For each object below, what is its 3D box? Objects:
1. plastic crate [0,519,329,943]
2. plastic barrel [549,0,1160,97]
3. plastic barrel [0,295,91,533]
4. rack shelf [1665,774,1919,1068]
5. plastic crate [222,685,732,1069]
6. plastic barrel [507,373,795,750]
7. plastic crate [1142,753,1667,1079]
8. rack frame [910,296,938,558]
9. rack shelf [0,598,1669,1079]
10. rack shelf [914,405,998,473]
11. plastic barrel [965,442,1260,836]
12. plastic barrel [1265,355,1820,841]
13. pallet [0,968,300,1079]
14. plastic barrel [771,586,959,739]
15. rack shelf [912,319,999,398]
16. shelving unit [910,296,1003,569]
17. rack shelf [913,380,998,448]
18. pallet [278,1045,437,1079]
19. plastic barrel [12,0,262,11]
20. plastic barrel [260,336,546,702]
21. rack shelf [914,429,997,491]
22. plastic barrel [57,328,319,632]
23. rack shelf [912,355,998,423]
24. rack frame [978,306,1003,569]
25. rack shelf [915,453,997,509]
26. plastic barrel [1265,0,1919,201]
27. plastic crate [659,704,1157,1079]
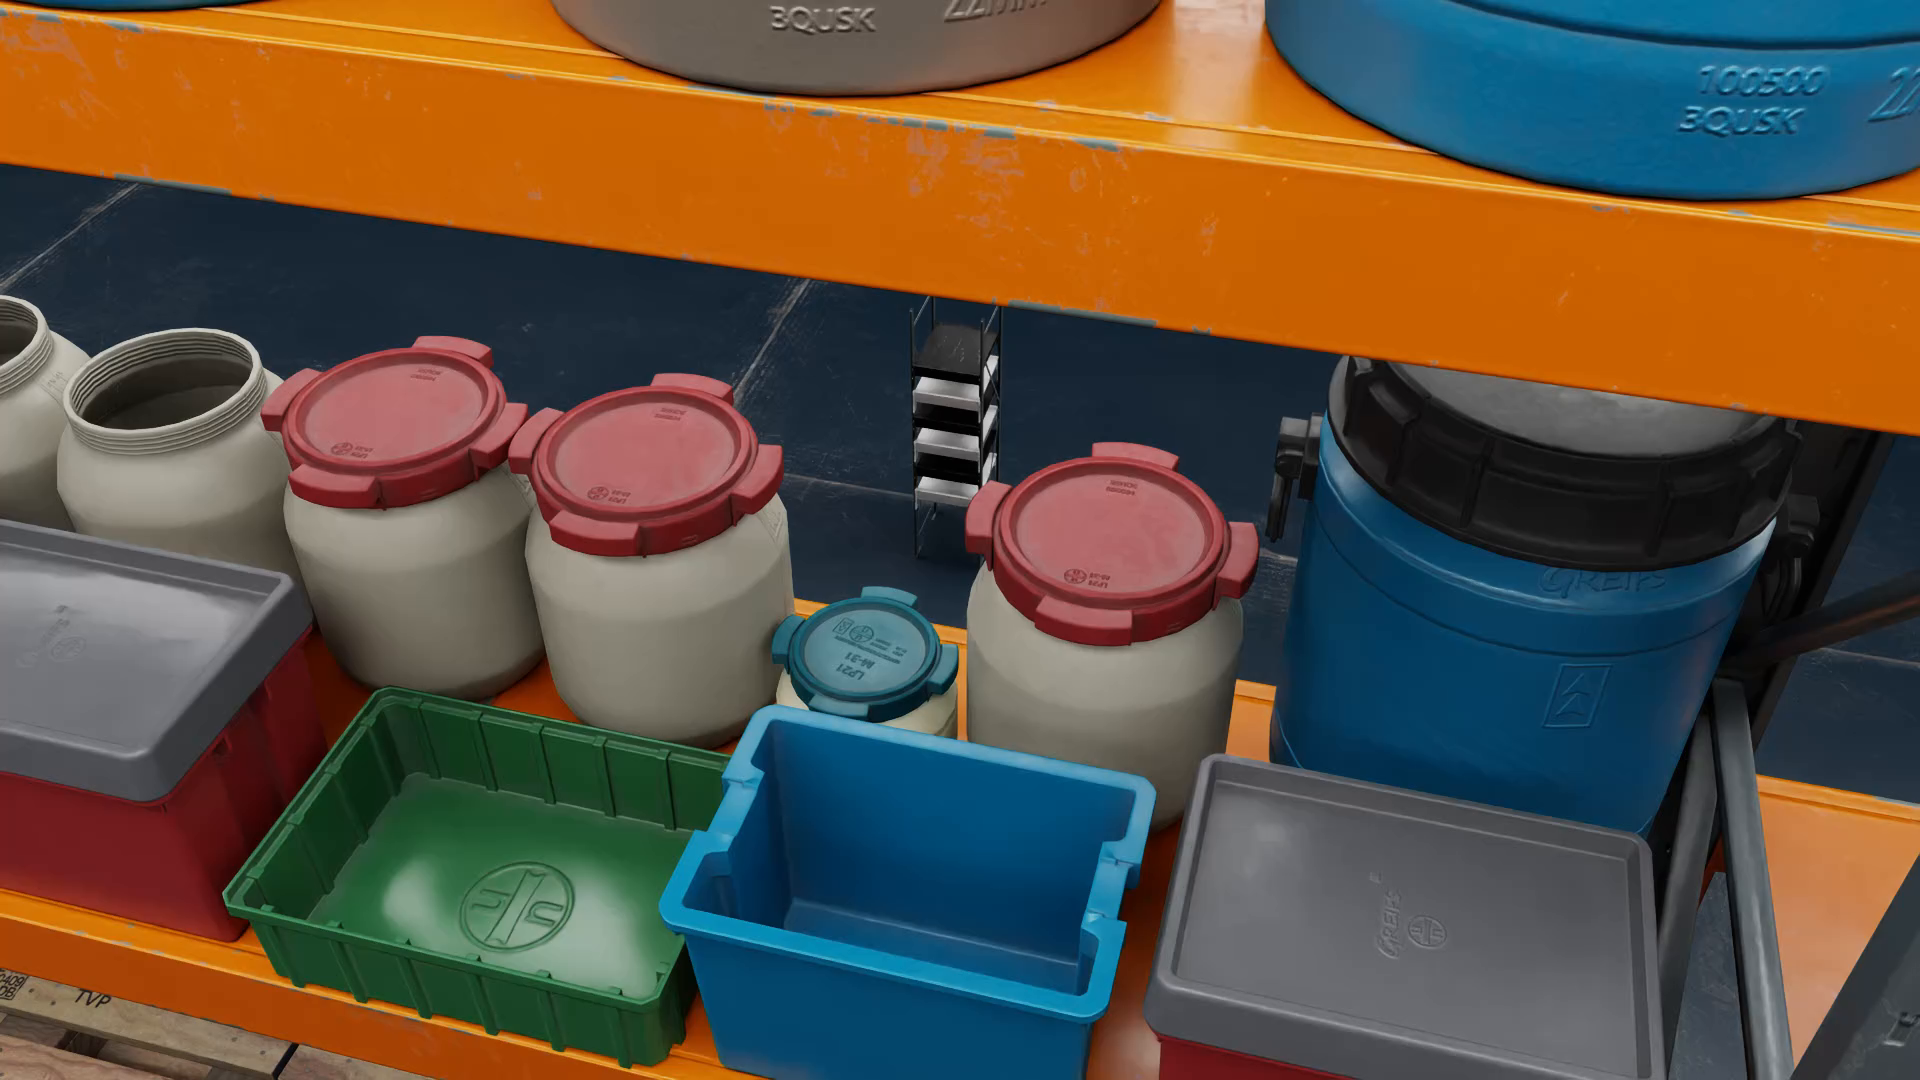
[{"bbox_3d":[-1.294,0.298,2.513,0.583,0.464,0.402,10,41,11],"label":"plastic crate"},{"bbox_3d":[-0.091,-0.871,1.232,0.600,0.901,0.600,0,40,0],"label":"plastic barrel"},{"bbox_3d":[-1.727,-0.141,2.999,0.421,0.512,0.421,0,40,0],"label":"plastic barrel"},{"bbox_3d":[3.021,1.136,2.124,4.000,0.370,1.077,10,41,11],"label":"rack shelf"},{"bbox_3d":[-0.667,0.496,2.492,0.662,0.188,0.450,10,41,11],"label":"plastic crate"},{"bbox_3d":[-0.488,0.059,2.741,0.433,0.535,0.433,0,40,0],"label":"plastic barrel"},{"bbox_3d":[0.542,0.614,2.137,0.583,0.464,0.402,10,41,11],"label":"plastic crate"},{"bbox_3d":[-0.106,-0.363,4.982,0.006,0.900,0.240,10,41,11],"label":"rack frame"},{"bbox_3d":[-0.844,0.472,2.916,4.000,0.370,1.077,10,41,11],"label":"rack shelf"},{"bbox_3d":[-0.008,-0.320,4.984,0.200,0.077,0.258,10,41,11],"label":"rack shelf"},{"bbox_3d":[0.221,0.181,2.596,0.433,0.535,0.433,0,40,0],"label":"plastic barrel"},{"bbox_3d":[0.794,0.084,2.428,0.708,0.901,0.600,10,41,11],"label":"plastic barrel"},{"bbox_3d":[-2.037,1.084,3.795,1.213,0.211,1.003,10,41,11],"label":"pallet"},{"bbox_3d":[-0.150,0.266,2.708,0.301,0.262,0.301,0,40,0],"label":"plastic barrel"},{"bbox_3d":[-0.008,-0.527,4.810,0.200,0.077,0.258,10,41,11],"label":"rack shelf"},{"bbox_3d":[-0.008,-0.346,4.962,0.210,0.900,0.258,10,41,11],"label":"shelving unit"},{"bbox_3d":[-0.008,-0.389,4.926,0.200,0.077,0.258,10,41,11],"label":"rack shelf"},{"bbox_3d":[-0.862,1.288,3.552,1.213,0.211,1.003,10,41,11],"label":"pallet"},{"bbox_3d":[-0.722,-0.979,1.361,0.708,0.901,0.600,10,41,11],"label":"plastic barrel"},{"bbox_3d":[-0.906,-0.013,2.827,0.433,0.535,0.433,0,40,0],"label":"plastic barrel"},{"bbox_3d":[-0.008,-0.252,5.042,0.200,0.077,0.258,10,41,11],"label":"rack shelf"},{"bbox_3d":[-1.320,-0.071,2.915,0.421,0.512,0.421,0,40,0],"label":"plastic barrel"},{"bbox_3d":[-0.008,-0.458,4.868,0.200,0.077,0.258,10,41,11],"label":"rack shelf"},{"bbox_3d":[0.090,-0.329,4.942,0.006,0.900,0.240,10,41,11],"label":"rack frame"},{"bbox_3d":[-0.008,-0.183,5.099,0.200,0.077,0.258,10,41,11],"label":"rack shelf"},{"bbox_3d":[0.541,-0.762,1.103,0.708,0.901,0.600,10,41,11],"label":"plastic barrel"},{"bbox_3d":[-0.058,0.545,2.282,0.575,0.384,0.392,10,41,11],"label":"plastic crate"}]
